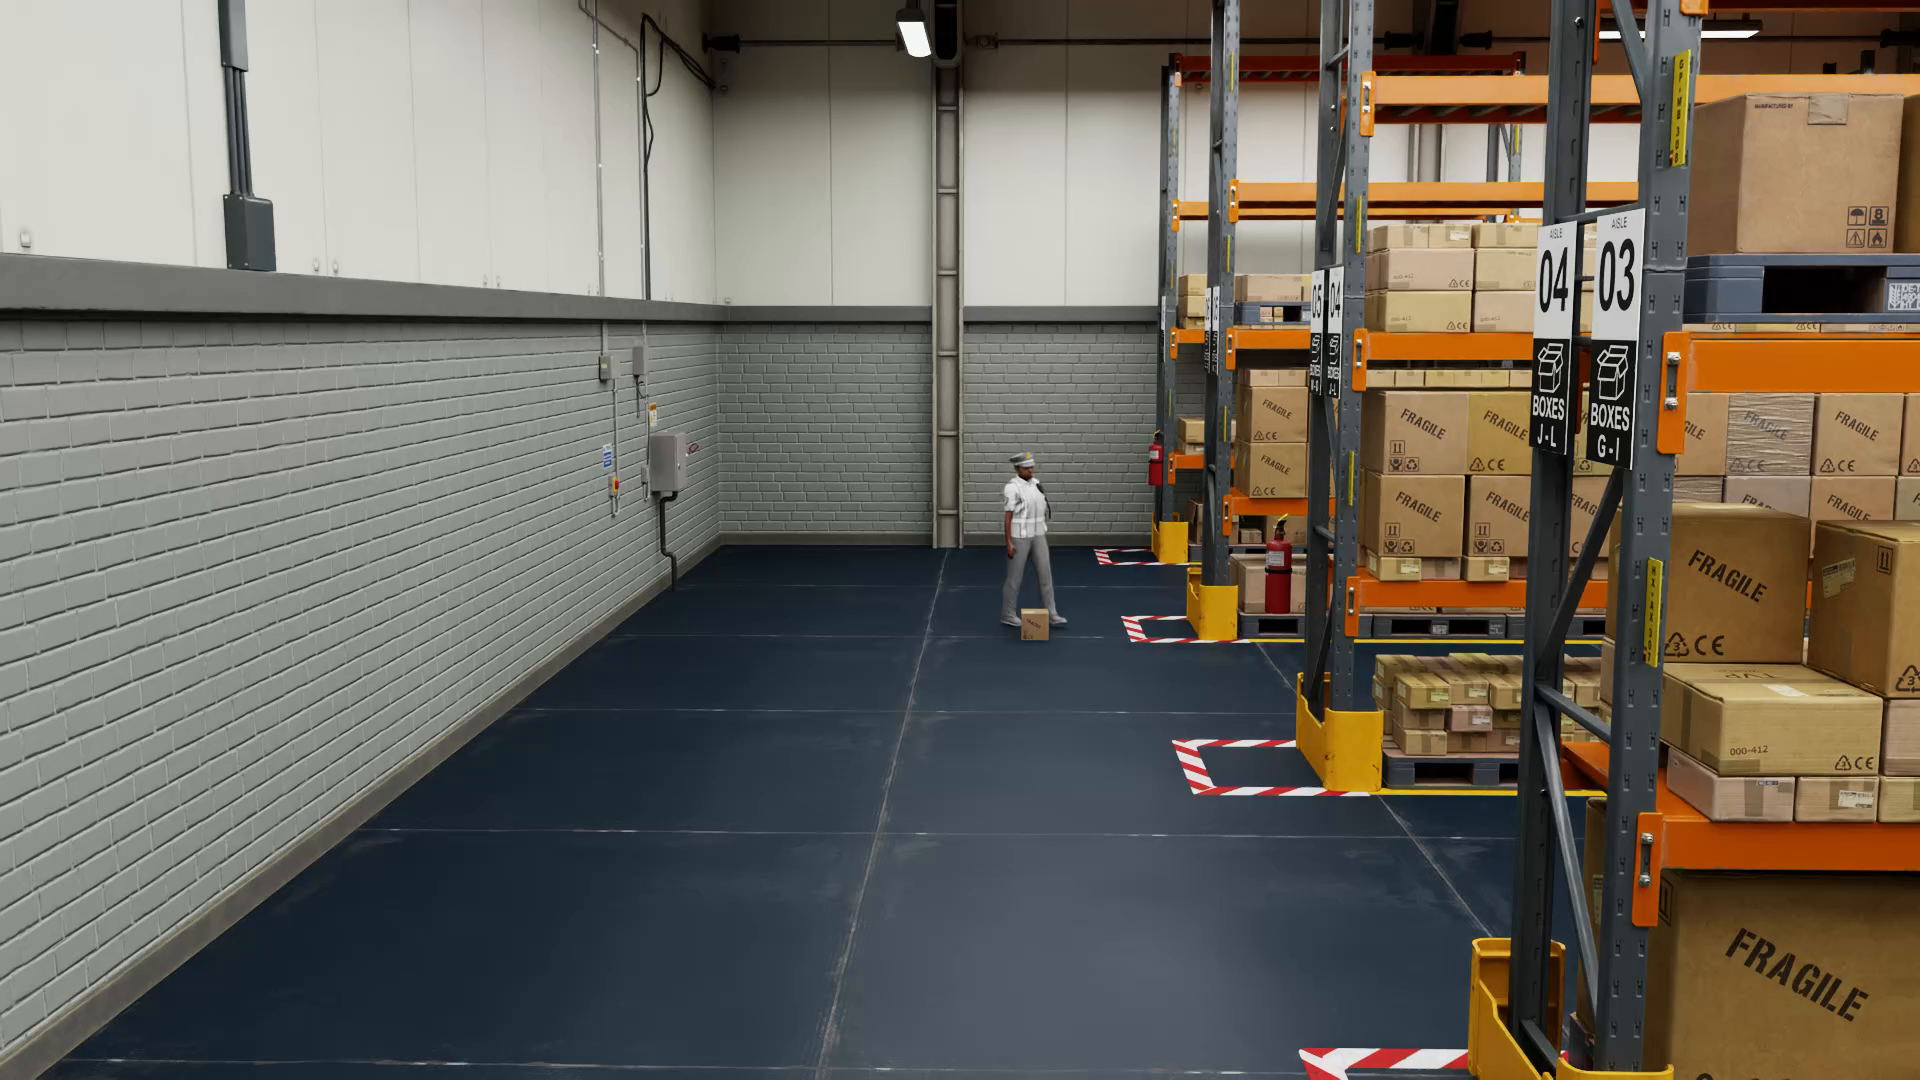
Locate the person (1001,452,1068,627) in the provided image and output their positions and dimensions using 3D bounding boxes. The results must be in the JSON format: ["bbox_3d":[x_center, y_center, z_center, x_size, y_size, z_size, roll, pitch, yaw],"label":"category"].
[{"bbox_3d":[0.688,0.003,15.696,0.468,1.673,0.626,-6,9,-38],"label":"person"}]
